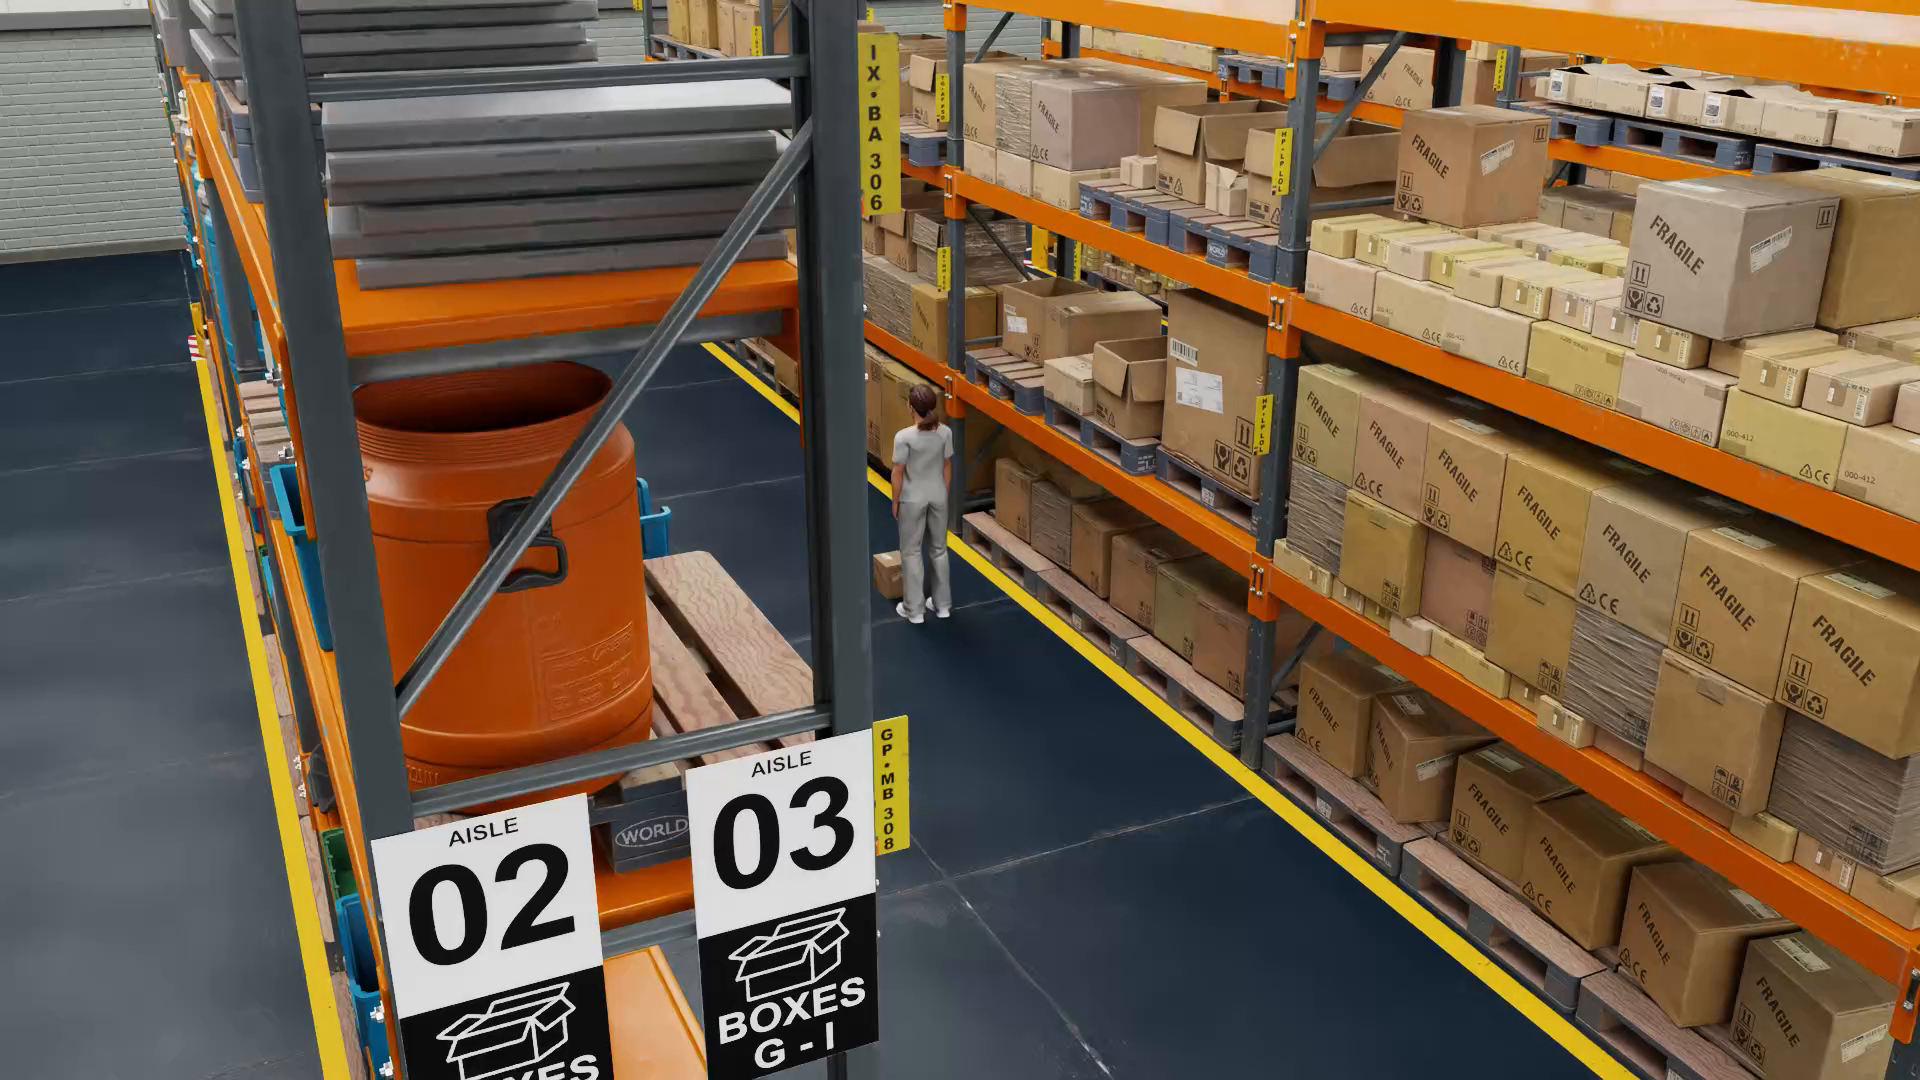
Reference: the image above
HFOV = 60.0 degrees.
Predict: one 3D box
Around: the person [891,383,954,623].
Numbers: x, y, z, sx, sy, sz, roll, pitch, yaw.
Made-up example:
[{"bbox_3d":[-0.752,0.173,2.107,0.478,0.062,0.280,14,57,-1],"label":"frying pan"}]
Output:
[{"bbox_3d":[-0.260,-0.240,11.212,0.438,1.659,0.360,-10,24,-22],"label":"person"}]
